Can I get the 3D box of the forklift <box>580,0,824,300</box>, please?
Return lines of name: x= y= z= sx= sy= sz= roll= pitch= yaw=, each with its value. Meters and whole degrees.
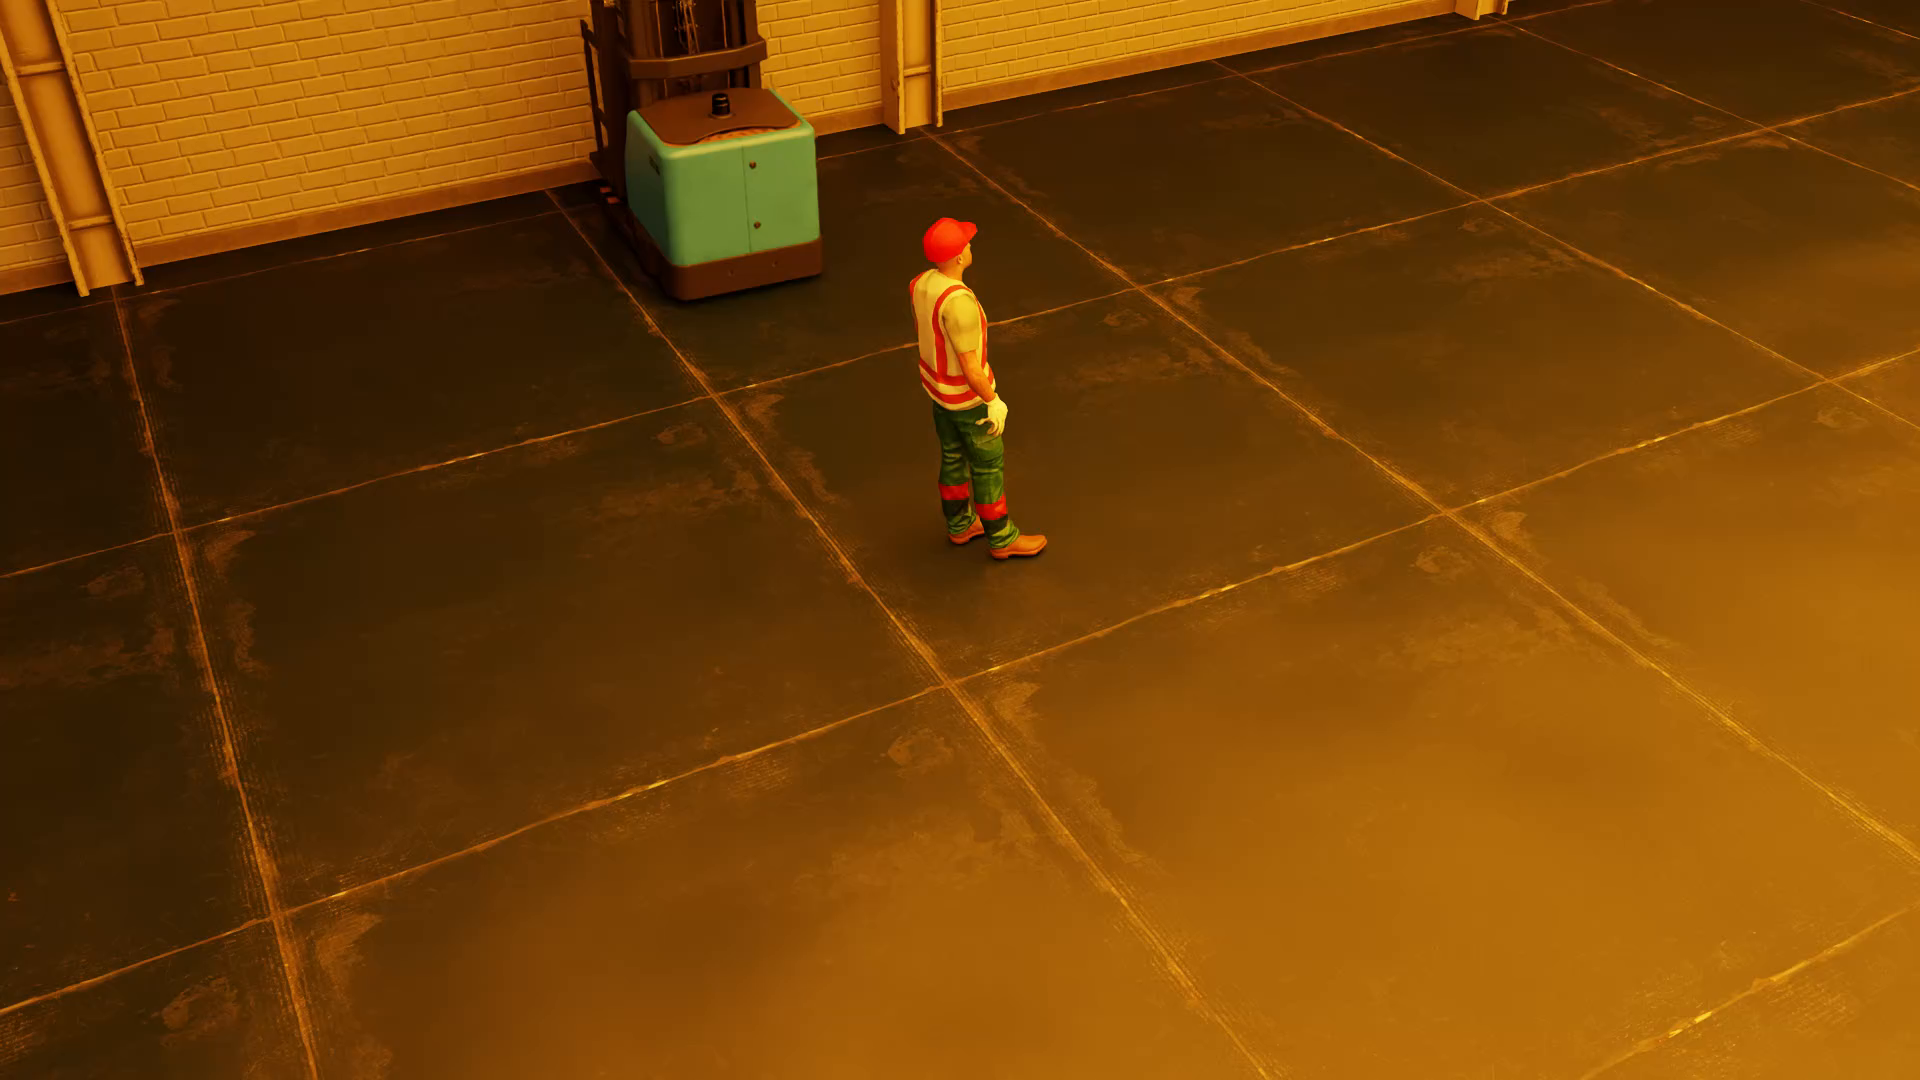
forklift: x=-1.989 y=-3.582 z=11.190 sx=1.130 sy=2.935 sz=3.031 roll=-15 pitch=38 yaw=-20

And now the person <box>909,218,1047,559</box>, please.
person: x=0.077 y=-0.752 z=8.164 sx=0.562 sy=1.790 sz=0.637 roll=-17 pitch=39 yaw=-23
